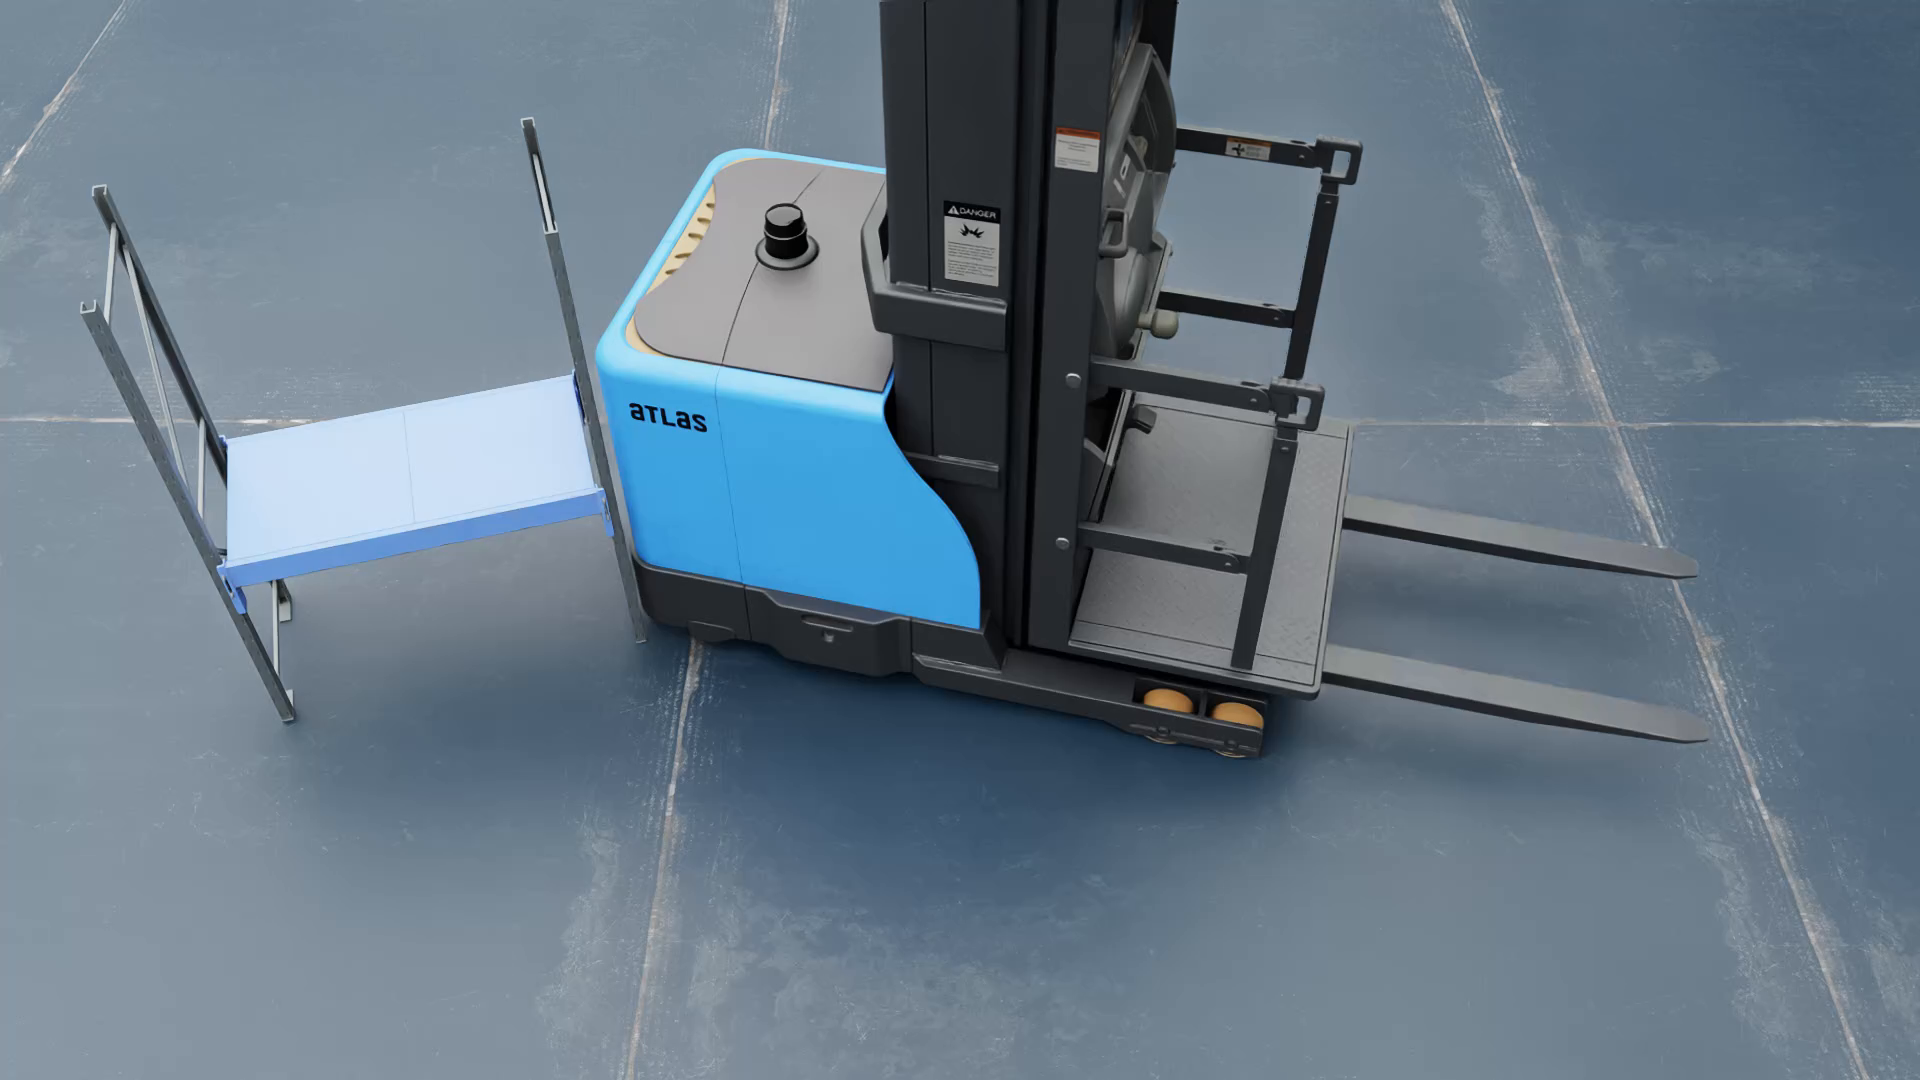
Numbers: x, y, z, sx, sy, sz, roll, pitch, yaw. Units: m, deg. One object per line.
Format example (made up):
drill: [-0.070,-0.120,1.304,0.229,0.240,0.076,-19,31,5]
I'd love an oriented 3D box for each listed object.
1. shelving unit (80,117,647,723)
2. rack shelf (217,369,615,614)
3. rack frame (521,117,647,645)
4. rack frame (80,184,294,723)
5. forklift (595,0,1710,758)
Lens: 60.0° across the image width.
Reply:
shelving unit: [-1.508,-0.272,4.479,1.048,1.500,0.538,-12,48,-11]
rack shelf: [-1.508,-0.149,4.610,1.000,0.185,0.538,-12,48,-11]
rack frame: [-1.021,-0.378,4.577,0.032,1.500,0.500,-12,48,-11]
rack frame: [-1.996,-0.166,4.380,0.032,1.500,0.500,-12,48,-11]
forklift: [0.619,-0.820,4.011,3.031,2.935,1.130,11,48,10]
